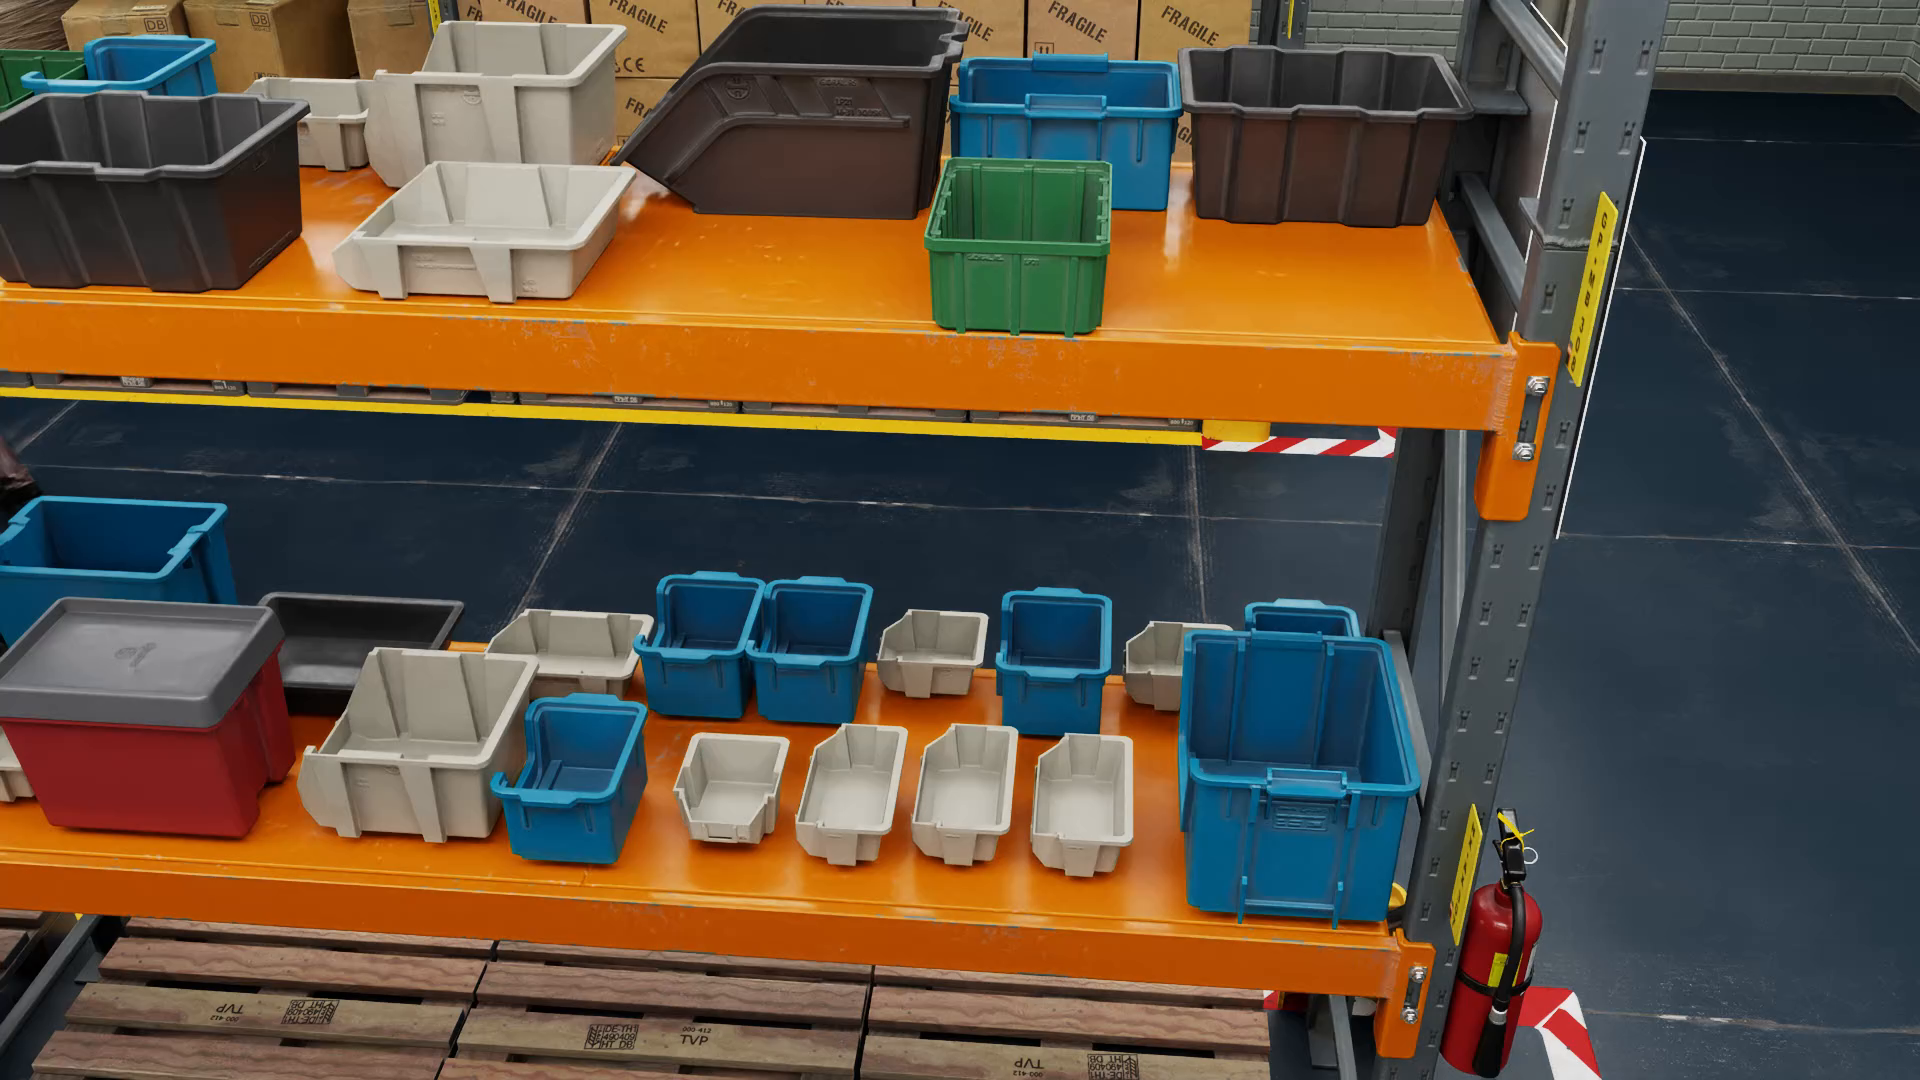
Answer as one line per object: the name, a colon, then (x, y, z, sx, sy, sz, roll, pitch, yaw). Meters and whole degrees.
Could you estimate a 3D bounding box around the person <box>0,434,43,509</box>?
person: (-4.794, -0.856, 7.549, 0.964, 1.685, 0.528, 15, 35, 23)
